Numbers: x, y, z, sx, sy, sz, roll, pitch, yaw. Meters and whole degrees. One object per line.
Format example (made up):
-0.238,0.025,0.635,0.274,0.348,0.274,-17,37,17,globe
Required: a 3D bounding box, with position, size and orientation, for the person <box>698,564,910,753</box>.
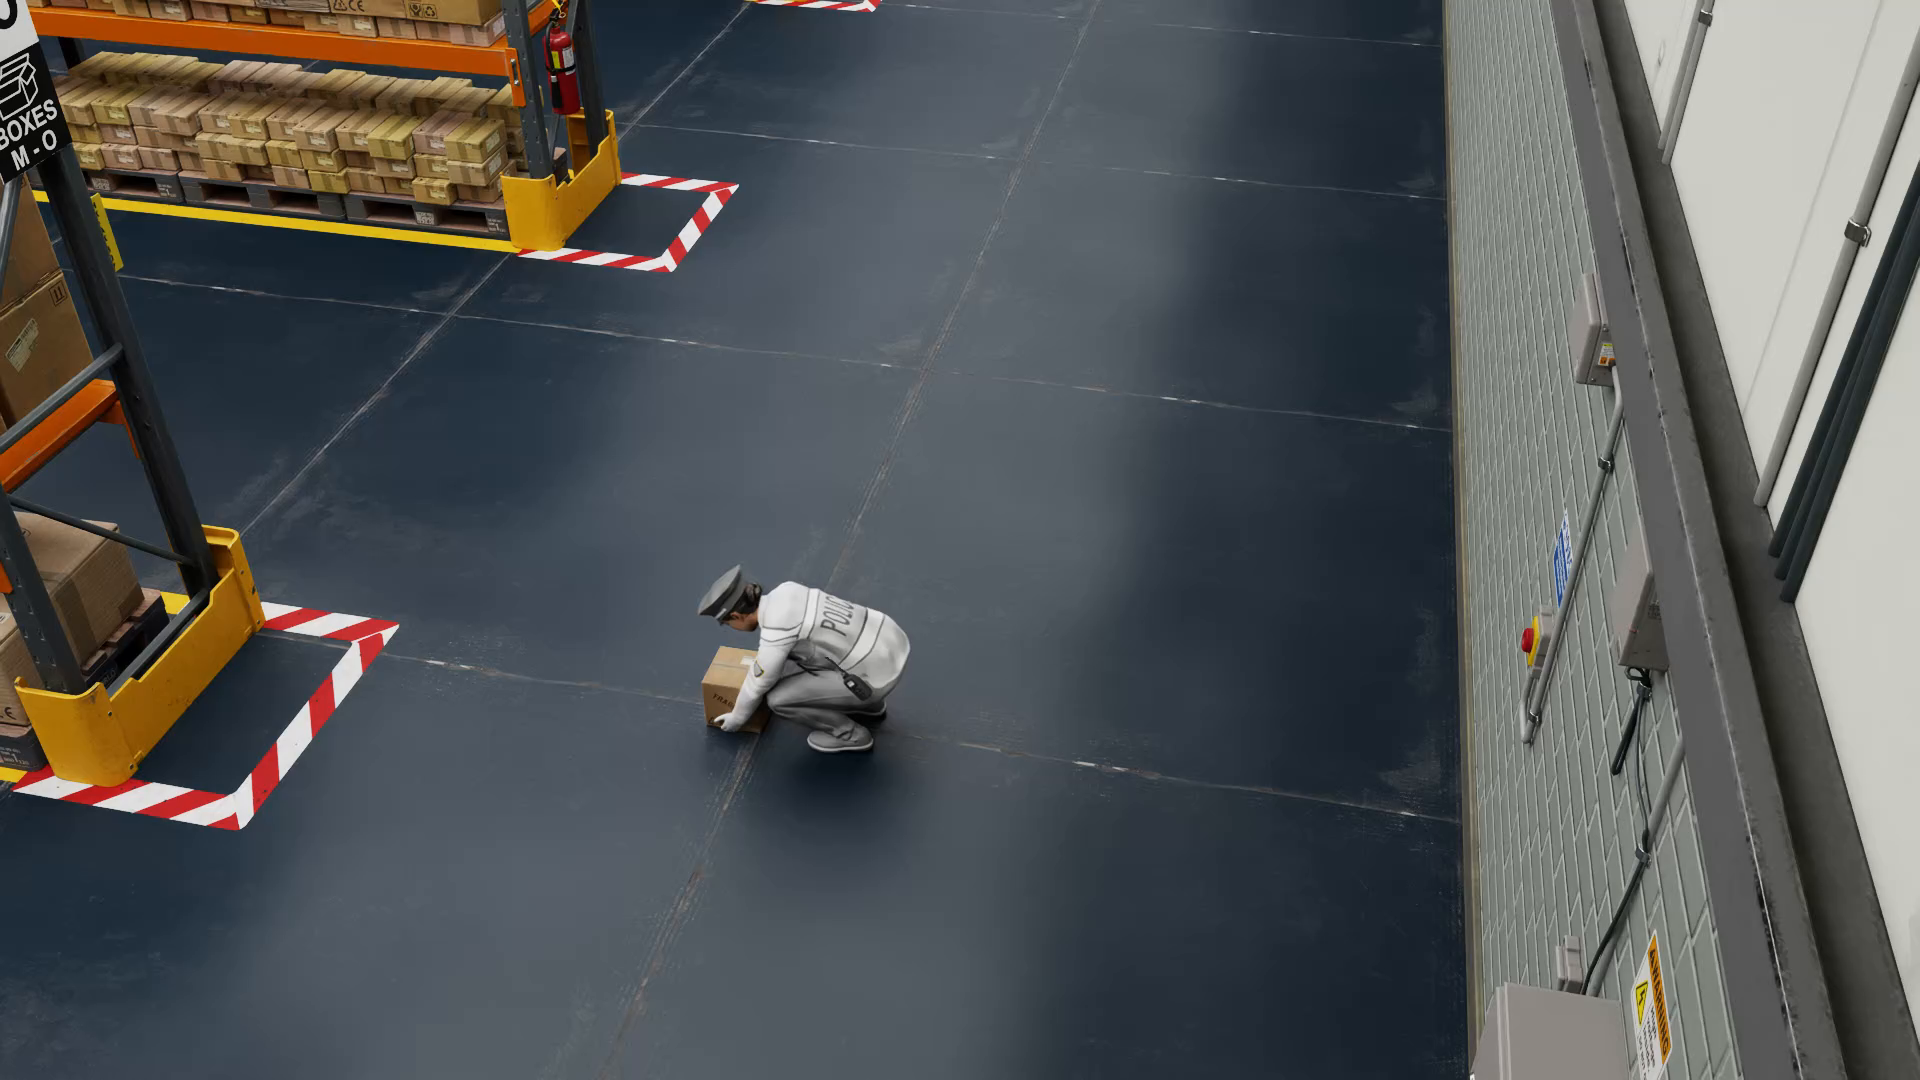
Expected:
-0.657,0.486,7.053,0.862,0.848,0.475,7,37,10,person
